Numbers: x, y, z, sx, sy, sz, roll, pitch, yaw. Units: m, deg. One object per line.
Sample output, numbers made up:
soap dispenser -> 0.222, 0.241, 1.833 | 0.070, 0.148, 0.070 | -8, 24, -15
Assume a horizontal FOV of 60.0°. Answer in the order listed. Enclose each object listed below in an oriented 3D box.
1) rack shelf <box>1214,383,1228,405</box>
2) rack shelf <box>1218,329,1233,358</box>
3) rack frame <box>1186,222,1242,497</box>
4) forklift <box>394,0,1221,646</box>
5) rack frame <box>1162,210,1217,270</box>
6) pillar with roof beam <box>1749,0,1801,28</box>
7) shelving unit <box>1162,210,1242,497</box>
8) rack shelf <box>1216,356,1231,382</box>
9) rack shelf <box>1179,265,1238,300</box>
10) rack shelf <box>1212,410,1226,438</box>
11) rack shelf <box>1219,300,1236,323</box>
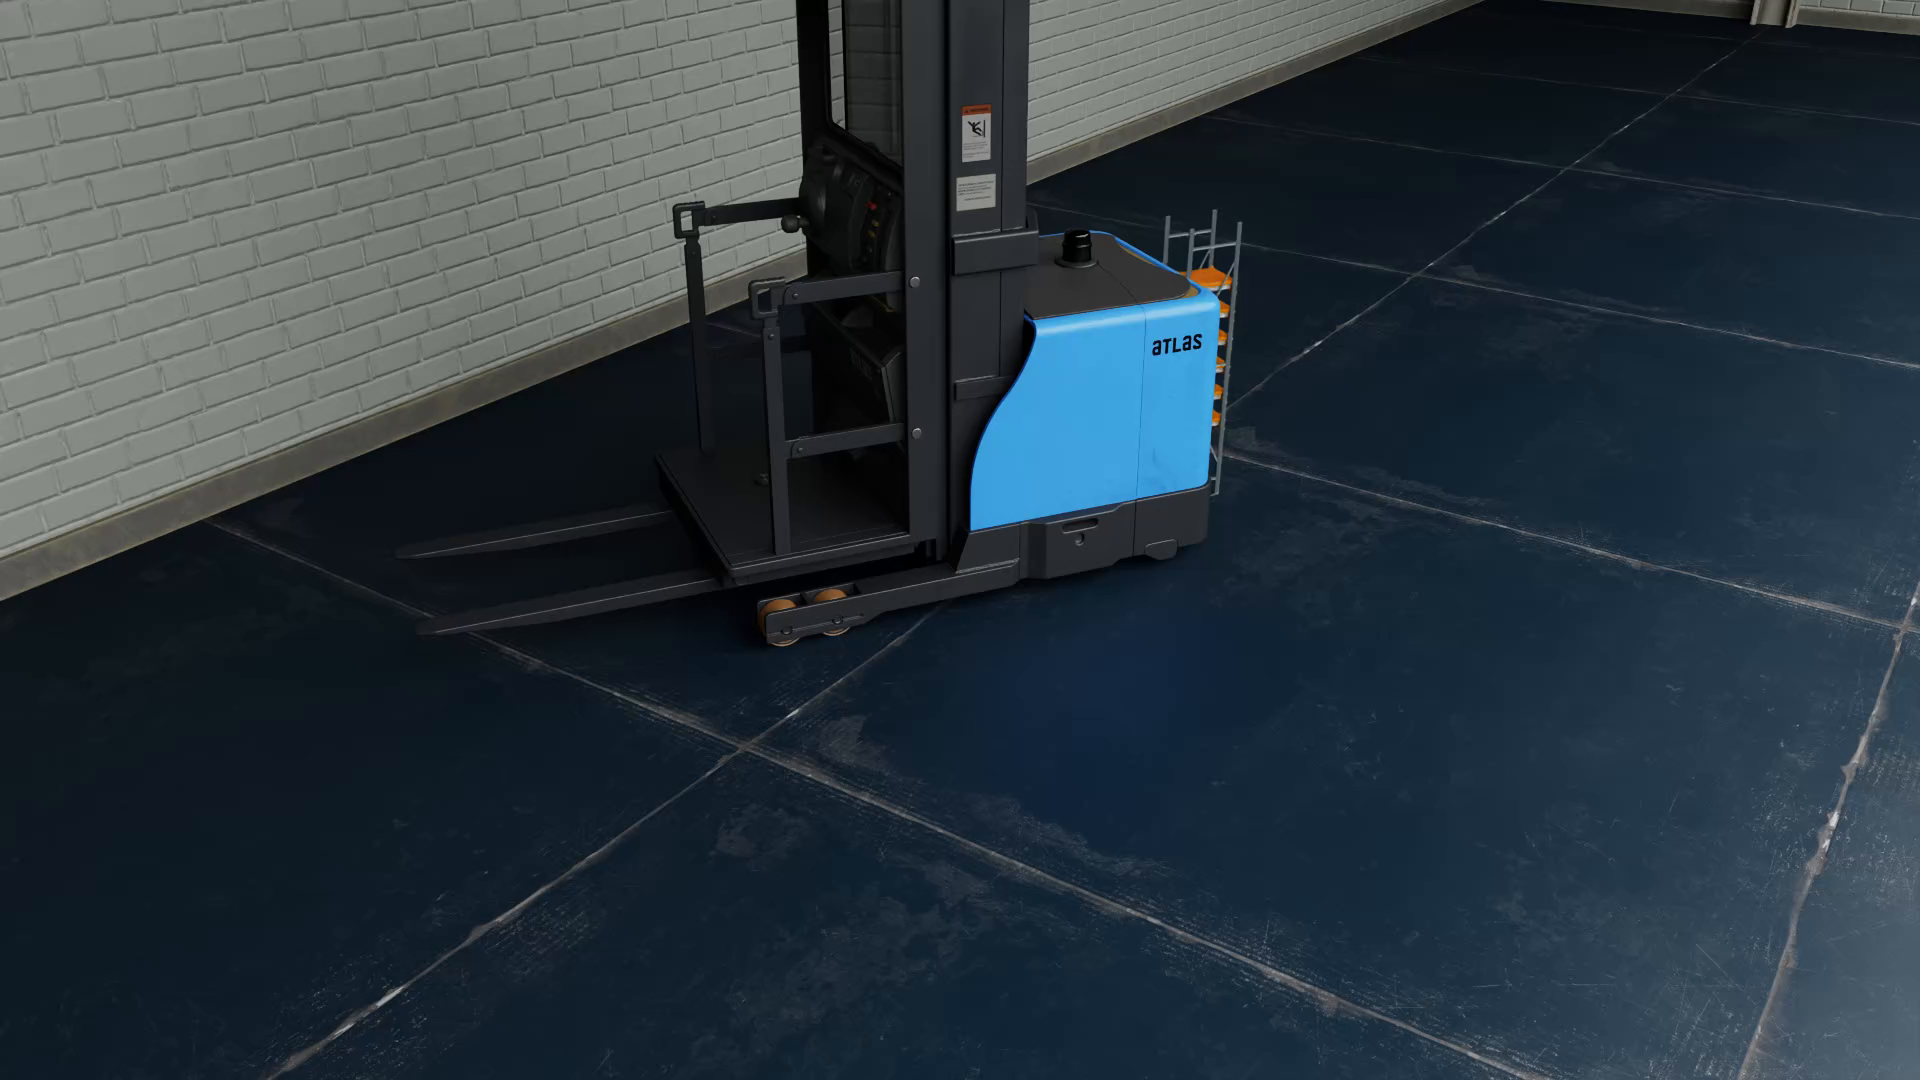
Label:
rack shelf -> 0.963, -0.596, 6.958 | 0.258, 0.103, 0.180 | -12, 30, -22
rack shelf -> 0.964, -0.809, 6.847 | 0.258, 0.103, 0.180 | -12, 30, -22
rack frame -> 1.002, -0.703, 6.808 | 0.240, 1.200, 0.006 | -12, 30, -22
forklift -> -0.578, -1.195, 5.867 | 3.031, 2.935, 1.130 | -11, 29, -20
rack frame -> 0.925, -0.781, 6.955 | 0.240, 1.200, 0.006 | -12, 30, -22
pillar with roof beam -> 6.023, -7.774, 12.104 | 0.400, 9.000, 9.100 | 17, 32, 30
shelving unit -> 0.964, -0.742, 6.882 | 0.258, 1.200, 0.189 | -12, 30, -22
rack shelf -> 0.963, -0.702, 6.902 | 0.258, 0.103, 0.180 | -12, 30, -22
rack shelf -> 0.965, -1.021, 6.735 | 0.258, 0.103, 0.180 | -12, 30, -22
rack shelf -> 0.962, -0.490, 7.014 | 0.258, 0.103, 0.180 | -12, 30, -22
rack shelf -> 0.965, -0.915, 6.791 | 0.258, 0.103, 0.180 | -12, 30, -22
